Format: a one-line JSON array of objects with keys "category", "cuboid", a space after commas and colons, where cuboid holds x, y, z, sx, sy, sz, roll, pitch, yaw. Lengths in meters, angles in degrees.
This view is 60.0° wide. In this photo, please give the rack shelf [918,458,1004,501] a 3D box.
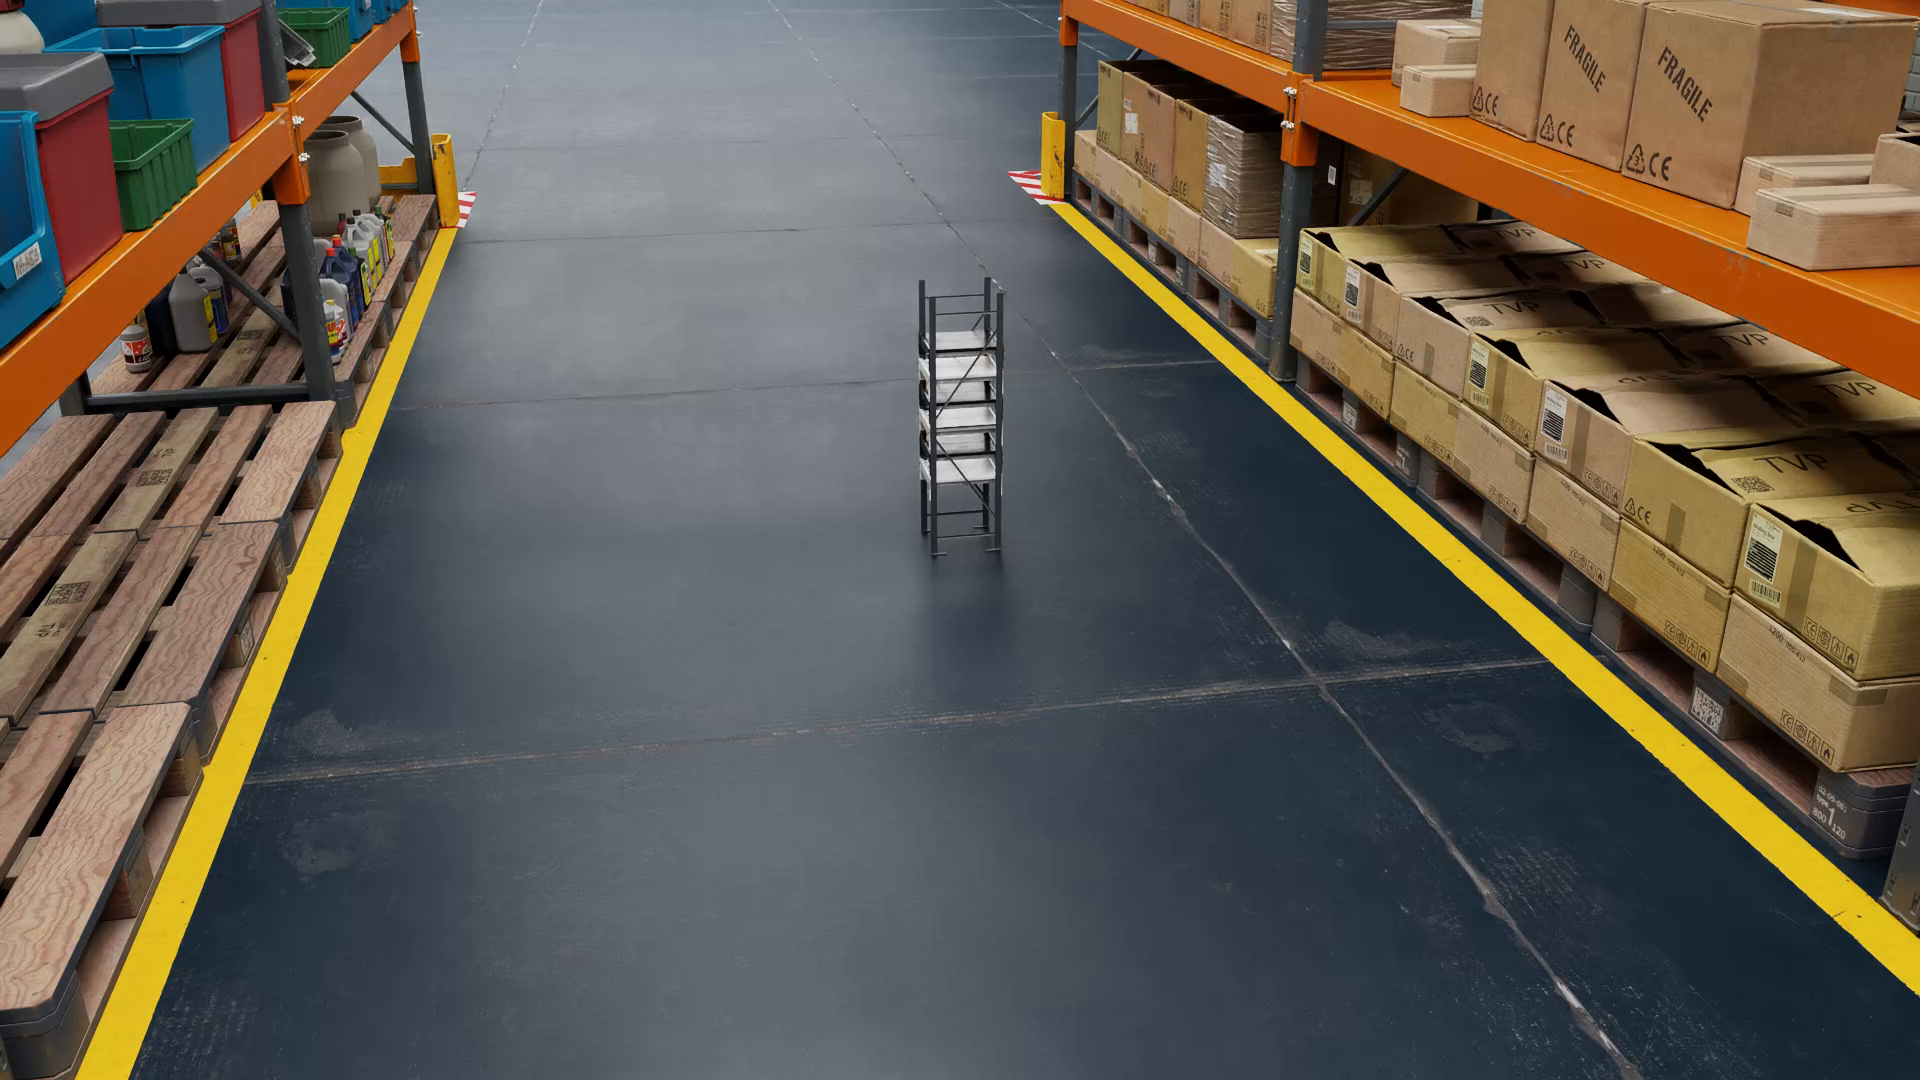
[{"category": "rack shelf", "cuboid": [0.002, -0.214, 5.648, 0.258, 0.077, 0.200, -4, 24, -10]}]

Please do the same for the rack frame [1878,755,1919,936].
[{"category": "rack frame", "cuboid": [2.619, -0.550, 3.262, 1.000, 3.000, 0.127, -4, 24, -10]}]

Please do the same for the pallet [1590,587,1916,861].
[{"category": "pallet", "cuboid": [2.505, 0.401, 4.568, 1.003, 0.211, 1.213, -4, 24, -10]}]

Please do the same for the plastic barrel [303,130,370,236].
[{"category": "plastic barrel", "cuboid": [-3.439, -1.934, 9.013, 0.421, 0.512, 0.421, 0, 24, 0]}]

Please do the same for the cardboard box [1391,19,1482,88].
[{"category": "cardboard box", "cuboid": [2.013, -1.864, 6.458, 0.500, 0.250, 0.500, -3, 24, -6]}]

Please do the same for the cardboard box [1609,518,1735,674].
[{"category": "cardboard box", "cuboid": [2.183, 0.126, 4.624, 0.500, 0.250, 0.500, -5, 24, -10]}]

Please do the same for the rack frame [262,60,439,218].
[{"category": "rack frame", "cuboid": [-3.729, -3.332, 9.630, 1.000, 3.000, 0.127, -4, 24, -10]}]

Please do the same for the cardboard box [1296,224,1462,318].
[{"category": "cardboard box", "cuboid": [1.711, -1.132, 6.804, 0.500, 0.311, 0.500, -4, 24, -10]}]

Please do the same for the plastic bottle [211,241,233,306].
[{"category": "plastic bottle", "cuboid": [-3.408, -1.222, 7.644, 0.061, 0.283, 0.133, -4, 24, -10]}]

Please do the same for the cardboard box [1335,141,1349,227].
[{"category": "cardboard box", "cuboid": [2.001, -1.801, 8.100, 0.500, 0.500, 0.500, -4, 24, -10]}]

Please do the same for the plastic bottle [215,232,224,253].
[{"category": "plastic bottle", "cuboid": [-3.637, -1.412, 8.094, 0.097, 0.271, 0.097, 0, 24, 0]}]

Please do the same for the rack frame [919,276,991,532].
[{"category": "rack frame", "cuboid": [-0.017, -0.449, 5.654, 0.240, 0.900, 0.006, -4, 24, -10]}]

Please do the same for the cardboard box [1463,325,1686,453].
[{"category": "cardboard box", "cuboid": [1.996, -0.527, 5.419, 0.500, 0.311, 0.500, -4, 24, -8]}]

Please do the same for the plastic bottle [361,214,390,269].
[{"category": "plastic bottle", "cuboid": [-2.939, -1.494, 8.276, 0.152, 0.276, 0.135, -4, 24, -9]}]

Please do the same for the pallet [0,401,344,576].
[{"category": "pallet", "cuboid": [-2.806, -0.174, 5.885, 1.003, 0.211, 1.213, -4, 24, -10]}]

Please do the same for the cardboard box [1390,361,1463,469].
[{"category": "cardboard box", "cuboid": [1.902, -0.474, 5.998, 0.500, 0.250, 0.500, -5, 24, -11]}]

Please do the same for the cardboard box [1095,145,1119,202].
[{"category": "cardboard box", "cuboid": [1.116, -2.205, 9.962, 0.500, 0.250, 0.500, -4, 24, -10]}]

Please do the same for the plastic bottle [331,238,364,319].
[{"category": "plastic bottle", "cuboid": [-2.766, -1.168, 7.437, 0.144, 0.351, 0.185, -5, 24, -12]}]

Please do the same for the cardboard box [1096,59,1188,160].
[{"category": "cardboard box", "cuboid": [1.115, -2.549, 9.812, 0.500, 0.500, 0.500, -4, 24, -10]}]

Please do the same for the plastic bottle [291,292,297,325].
[{"category": "plastic bottle", "cuboid": [-2.809, -0.990, 7.113, 0.061, 0.283, 0.133, -4, 24, -10]}]

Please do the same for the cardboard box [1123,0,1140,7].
[{"category": "cardboard box", "cuboid": [1.315, -3.352, 9.552, 0.700, 0.500, 0.500, -4, 24, -8]}]

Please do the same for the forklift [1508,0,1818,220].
[{"category": "forklift", "cuboid": [3.997, -2.753, 8.390, 1.130, 2.935, 3.031, -5, 24, -10]}]

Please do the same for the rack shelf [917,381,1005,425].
[{"category": "rack shelf", "cuboid": [0.001, -0.461, 5.540, 0.258, 0.077, 0.200, -4, 24, -10]}]

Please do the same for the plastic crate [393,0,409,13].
[{"category": "plastic crate", "cuboid": [-3.342, -3.089, 9.260, 0.499, 0.251, 0.616, -4, 24, -10]}]

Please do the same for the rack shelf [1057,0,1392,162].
[{"category": "rack shelf", "cuboid": [1.509, -2.580, 8.809, 1.077, 0.370, 4.000, -4, 24, -10]}]

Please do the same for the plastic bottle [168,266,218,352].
[{"category": "plastic bottle", "cuboid": [-3.250, -0.989, 7.026, 0.144, 0.351, 0.185, -4, 24, -10]}]

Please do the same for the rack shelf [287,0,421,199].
[{"category": "rack shelf", "cuboid": [-3.359, -2.215, 7.973, 1.077, 0.370, 4.000, -4, 24, -10]}]

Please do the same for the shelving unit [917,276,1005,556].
[{"category": "shelving unit", "cuboid": [0.001, -0.409, 5.563, 0.258, 0.900, 0.210, -4, 24, -10]}]

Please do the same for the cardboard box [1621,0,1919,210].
[{"category": "cardboard box", "cuboid": [2.293, -1.255, 4.750, 0.500, 0.500, 0.500, -6, 24, -13]}]

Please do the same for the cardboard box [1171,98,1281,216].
[{"category": "cardboard box", "cuboid": [1.402, -1.960, 8.463, 0.500, 0.500, 0.500, -4, 24, -10]}]

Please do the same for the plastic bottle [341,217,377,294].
[{"category": "plastic bottle", "cuboid": [-2.844, -1.336, 7.820, 0.144, 0.351, 0.185, -4, 24, -10]}]

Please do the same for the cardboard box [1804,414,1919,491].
[{"category": "cardboard box", "cuboid": [2.705, -0.173, 4.609, 0.500, 0.311, 0.500, -5, 24, -11]}]

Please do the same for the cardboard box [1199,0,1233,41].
[{"category": "cardboard box", "cuboid": [1.598, -2.748, 8.169, 0.700, 0.500, 0.500, -4, 24, -9]}]

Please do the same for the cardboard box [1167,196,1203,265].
[{"category": "cardboard box", "cuboid": [1.389, -1.615, 8.611, 0.500, 0.250, 0.500, -4, 24, -10]}]

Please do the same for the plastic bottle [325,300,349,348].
[{"category": "plastic bottle", "cuboid": [-2.655, -0.915, 7.044, 0.097, 0.201, 0.097, 0, 24, 0]}]

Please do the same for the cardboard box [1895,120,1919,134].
[{"category": "cardboard box", "cuboid": [6.152, -2.531, 10.608, 0.500, 0.311, 0.500, -2, 24, -5]}]

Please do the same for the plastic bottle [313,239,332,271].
[{"category": "plastic bottle", "cuboid": [-2.985, -1.280, 7.787, 0.152, 0.276, 0.135, -4, 24, -10]}]

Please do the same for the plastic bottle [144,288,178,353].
[{"category": "plastic bottle", "cuboid": [-3.392, -0.978, 7.001, 0.144, 0.351, 0.185, -5, 24, -11]}]

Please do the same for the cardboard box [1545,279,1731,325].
[{"category": "cardboard box", "cuboid": [2.428, -0.774, 5.985, 0.500, 0.311, 0.500, -4, 24, -10]}]

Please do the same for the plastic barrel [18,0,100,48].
[{"category": "plastic barrel", "cuboid": [-3.216, -1.814, 5.528, 0.600, 0.901, 0.708, -4, 24, -10]}]

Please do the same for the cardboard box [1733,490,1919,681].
[{"category": "cardboard box", "cuboid": [2.280, 0.073, 4.046, 0.500, 0.311, 0.500, -4, 24, -8]}]

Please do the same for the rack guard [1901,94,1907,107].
[{"category": "rack guard", "cuboid": [6.021, -2.889, 11.741, 1.175, 0.500, 0.348, -4, 24, -10]}]

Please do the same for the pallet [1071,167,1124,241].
[{"category": "pallet", "cuboid": [1.322, -2.121, 10.343, 1.003, 0.211, 1.213, -4, 24, -10]}]

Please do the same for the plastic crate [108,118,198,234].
[{"category": "plastic crate", "cuboid": [-2.390, -0.997, 4.550, 0.450, 0.188, 0.662, -4, 24, -10]}]

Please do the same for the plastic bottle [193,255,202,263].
[{"category": "plastic bottle", "cuboid": [-3.513, -1.210, 7.627, 0.152, 0.276, 0.135, -4, 24, -9]}]

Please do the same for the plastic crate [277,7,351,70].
[{"category": "plastic crate", "cuboid": [-2.963, -2.216, 7.341, 0.450, 0.188, 0.662, -4, 24, -10]}]

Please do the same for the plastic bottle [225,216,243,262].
[{"category": "plastic bottle", "cuboid": [-3.700, -1.547, 8.403, 0.097, 0.271, 0.097, 0, 24, 0]}]

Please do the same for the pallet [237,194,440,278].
[{"category": "pallet", "cuboid": [-3.524, -1.707, 9.395, 1.003, 0.211, 1.213, -4, 24, -10]}]
